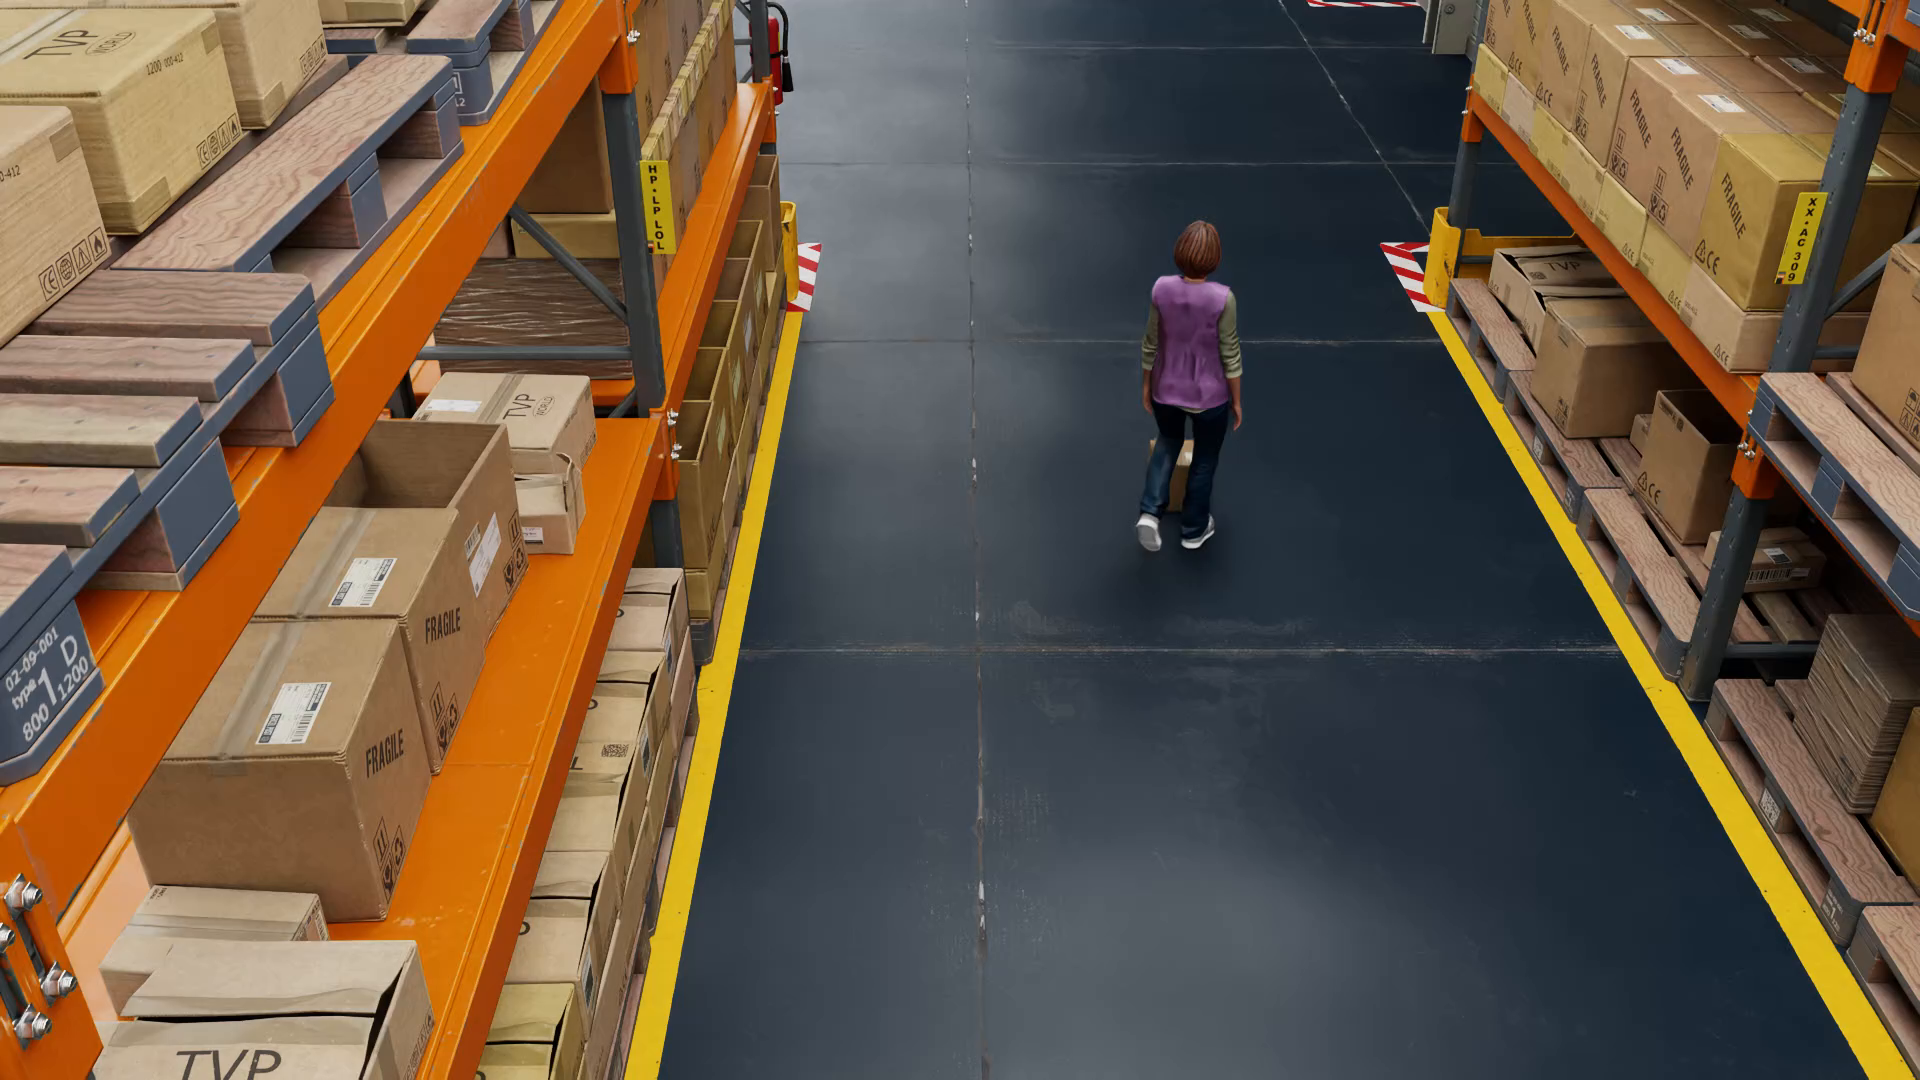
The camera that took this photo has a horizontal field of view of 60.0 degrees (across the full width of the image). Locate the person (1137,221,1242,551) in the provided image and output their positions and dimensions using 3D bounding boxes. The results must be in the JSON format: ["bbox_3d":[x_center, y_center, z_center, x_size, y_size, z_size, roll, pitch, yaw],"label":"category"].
[{"bbox_3d":[1.006,-0.630,7.169,0.456,1.573,0.520,13,34,20],"label":"person"}]
